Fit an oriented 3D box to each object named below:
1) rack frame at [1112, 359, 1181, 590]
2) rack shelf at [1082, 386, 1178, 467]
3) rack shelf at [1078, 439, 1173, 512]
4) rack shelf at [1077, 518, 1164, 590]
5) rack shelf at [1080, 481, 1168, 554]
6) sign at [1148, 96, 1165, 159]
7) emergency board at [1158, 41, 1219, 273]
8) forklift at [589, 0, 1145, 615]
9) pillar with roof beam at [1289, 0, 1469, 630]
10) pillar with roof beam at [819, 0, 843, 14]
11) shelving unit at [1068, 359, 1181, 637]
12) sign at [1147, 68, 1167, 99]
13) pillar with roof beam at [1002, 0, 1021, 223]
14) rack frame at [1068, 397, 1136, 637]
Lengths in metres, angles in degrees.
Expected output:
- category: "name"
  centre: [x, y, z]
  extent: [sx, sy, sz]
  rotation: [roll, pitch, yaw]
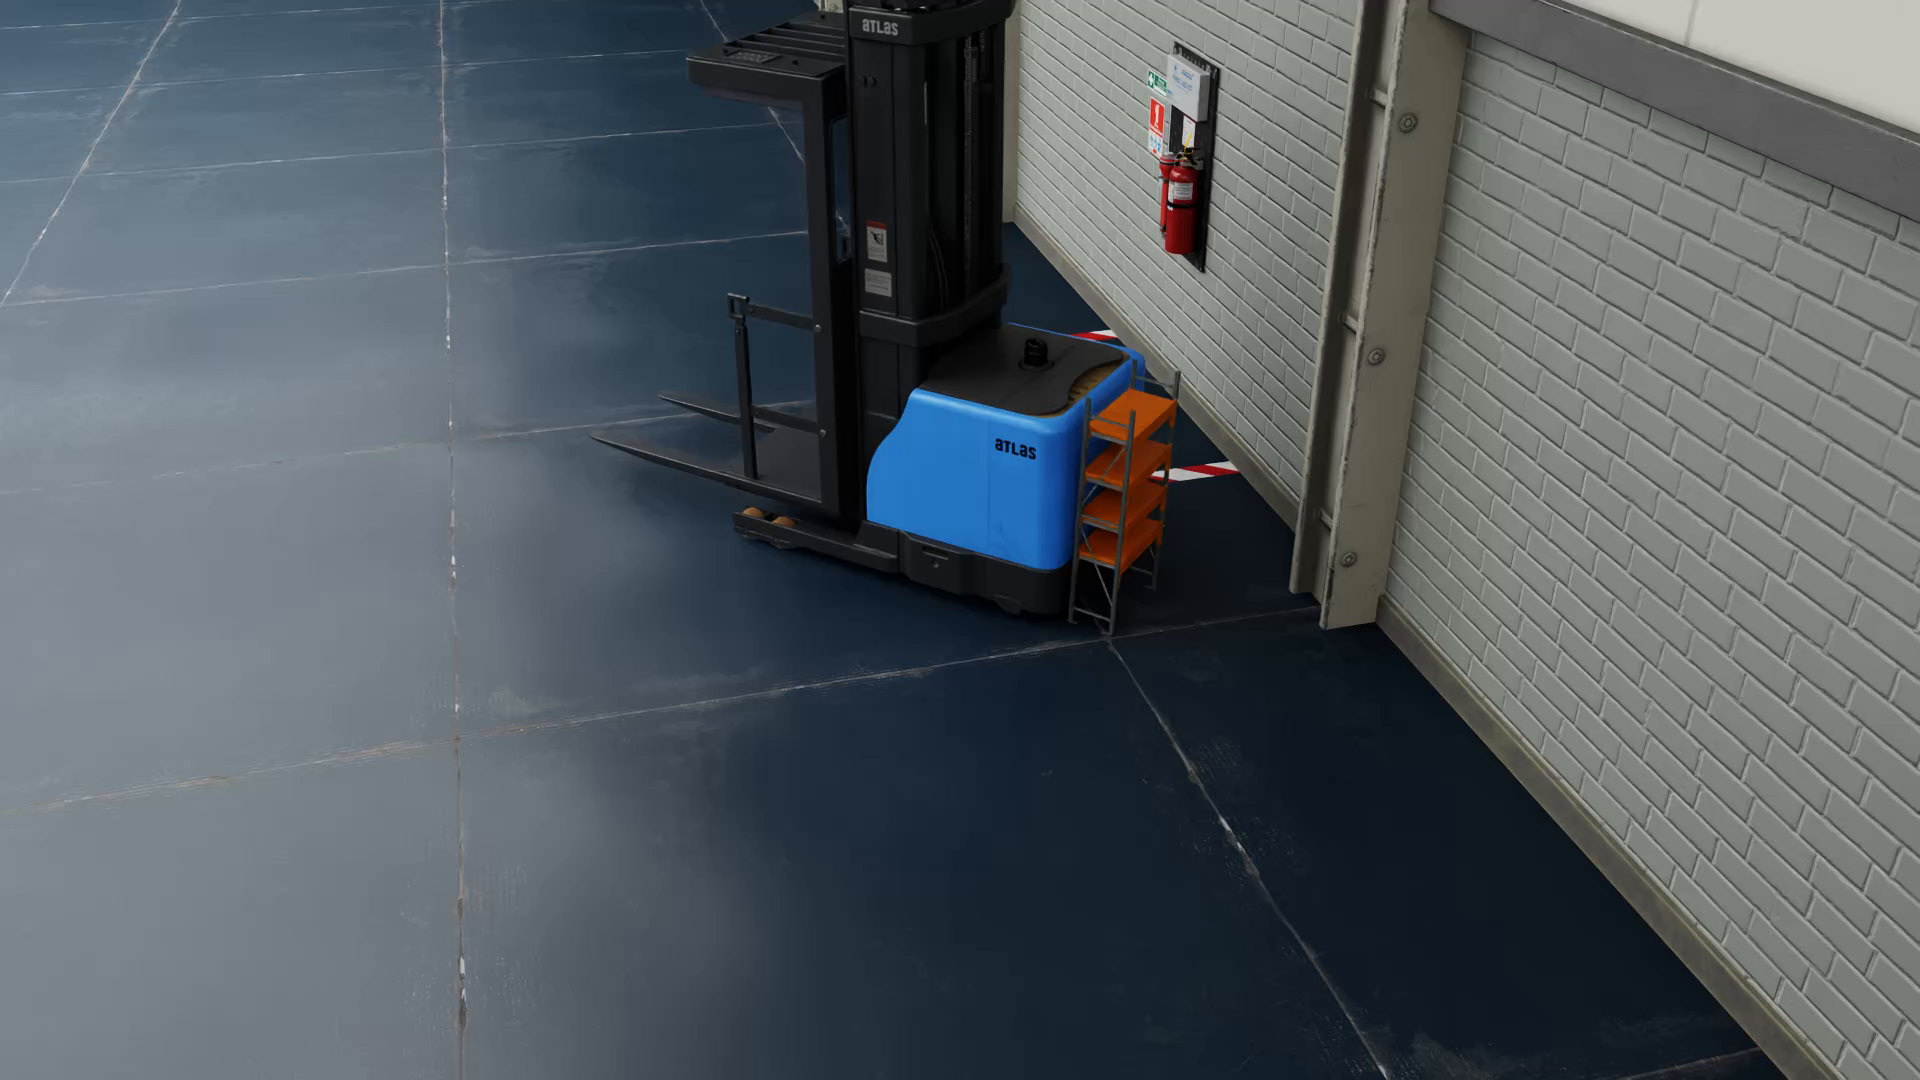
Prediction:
- category: "rack frame"
  centre: [0.895, -0.299, 8.058]
  extent: [0.240, 1.200, 0.015]
  rotation: [18, 35, 25]
- category: "rack shelf"
  centre: [0.785, -0.529, 7.672]
  extent: [0.258, 0.148, 0.480]
  rotation: [18, 35, 25]
- category: "rack shelf"
  centre: [0.777, -0.327, 7.795]
  extent: [0.258, 0.148, 0.480]
  rotation: [18, 35, 25]
- category: "rack shelf"
  centre: [0.763, 0.034, 8.014]
  extent: [0.258, 0.148, 0.480]
  rotation: [18, 35, 25]
- category: "rack shelf"
  centre: [0.770, -0.136, 7.911]
  extent: [0.258, 0.148, 0.480]
  rotation: [18, 35, 25]
- category: "sign"
  centre: [1.180, -2.477, 10.000]
  extent: [0.001, 0.329, 0.234]
  rotation: [-8, 31, -13]
- category: "emergency board"
  centre: [1.228, -2.181, 9.524]
  extent: [0.194, 1.169, 0.643]
  rotation: [-8, 31, -13]
- category: "forklift"
  centre: [-0.604, -1.433, 8.300]
  extent: [3.031, 2.935, 1.130]
  rotation: [16, 34, 25]
- category: "pillar with roof beam"
  centre: [-2.304, -3.007, 4.961]
  extent: [9.100, 9.000, 0.400]
  rotation: [-8, 31, -13]
- category: "pillar with roof beam"
  centre: [-5.489, -8.802, 14.975]
  extent: [9.100, 9.000, 0.400]
  rotation: [-8, 31, -13]
- category: "shelving unit"
  centre: [0.772, -0.193, 7.876]
  extent: [0.258, 1.200, 0.503]
  rotation: [18, 35, 25]
- category: "sign"
  centre: [1.173, -2.703, 9.862]
  extent: [0.001, 0.109, 0.331]
  rotation: [-8, 31, -13]
- category: "pillar with roof beam"
  centre: [-3.896, -5.904, 9.968]
  extent: [9.100, 9.000, 0.400]
  rotation: [-8, 31, -13]
- category: "rack frame"
  centre: [0.649, -0.088, 7.694]
  extent: [0.240, 1.200, 0.015]
  rotation: [18, 35, 25]
